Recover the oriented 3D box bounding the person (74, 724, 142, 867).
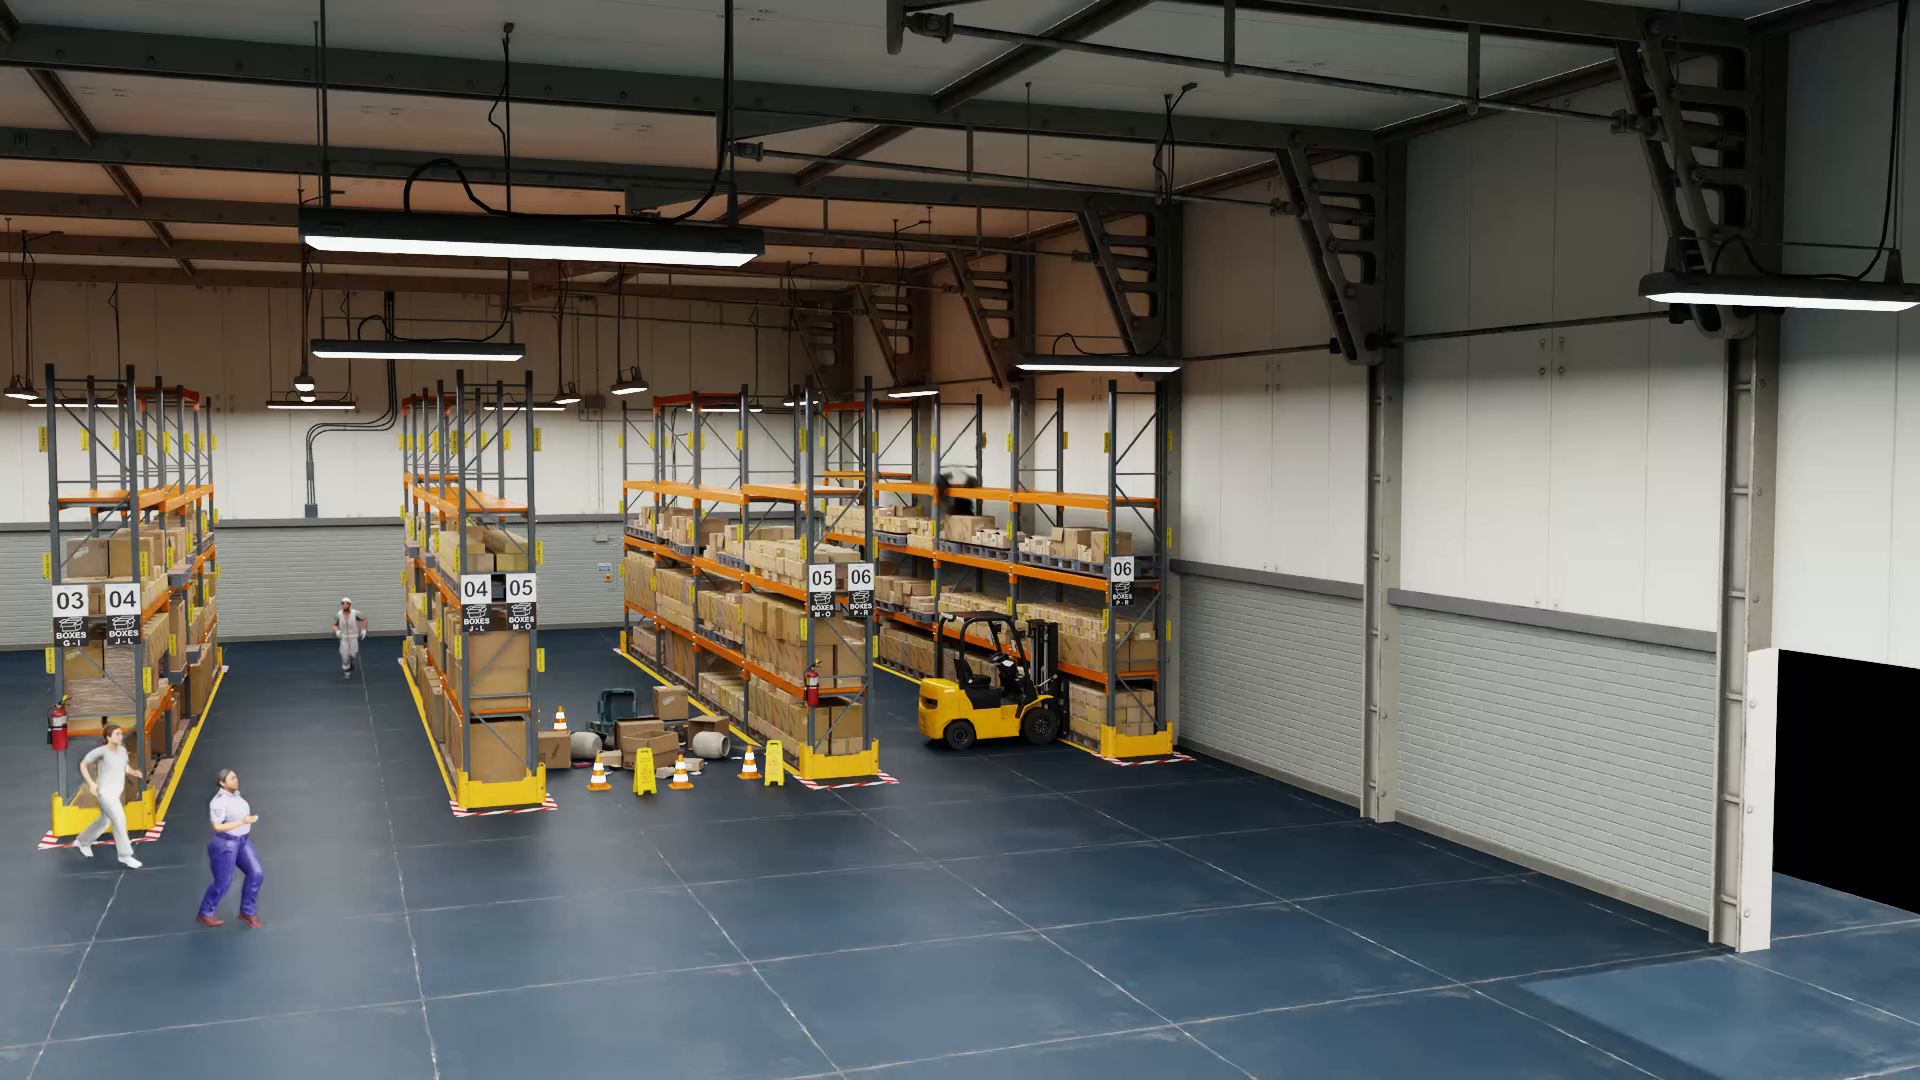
[{"bbox_3d":[-10.127,3.014,19.729,0.970,1.676,0.522,1,3,11],"label":"person"}]

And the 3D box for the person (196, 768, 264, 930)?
[{"bbox_3d":[-7.487,3.191,17.061,0.708,1.688,0.585,1,3,9],"label":"person"}]

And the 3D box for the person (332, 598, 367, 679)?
[{"bbox_3d":[-12.891,2.085,35.096,0.696,1.739,0.655,-1,3,-14],"label":"person"}]
